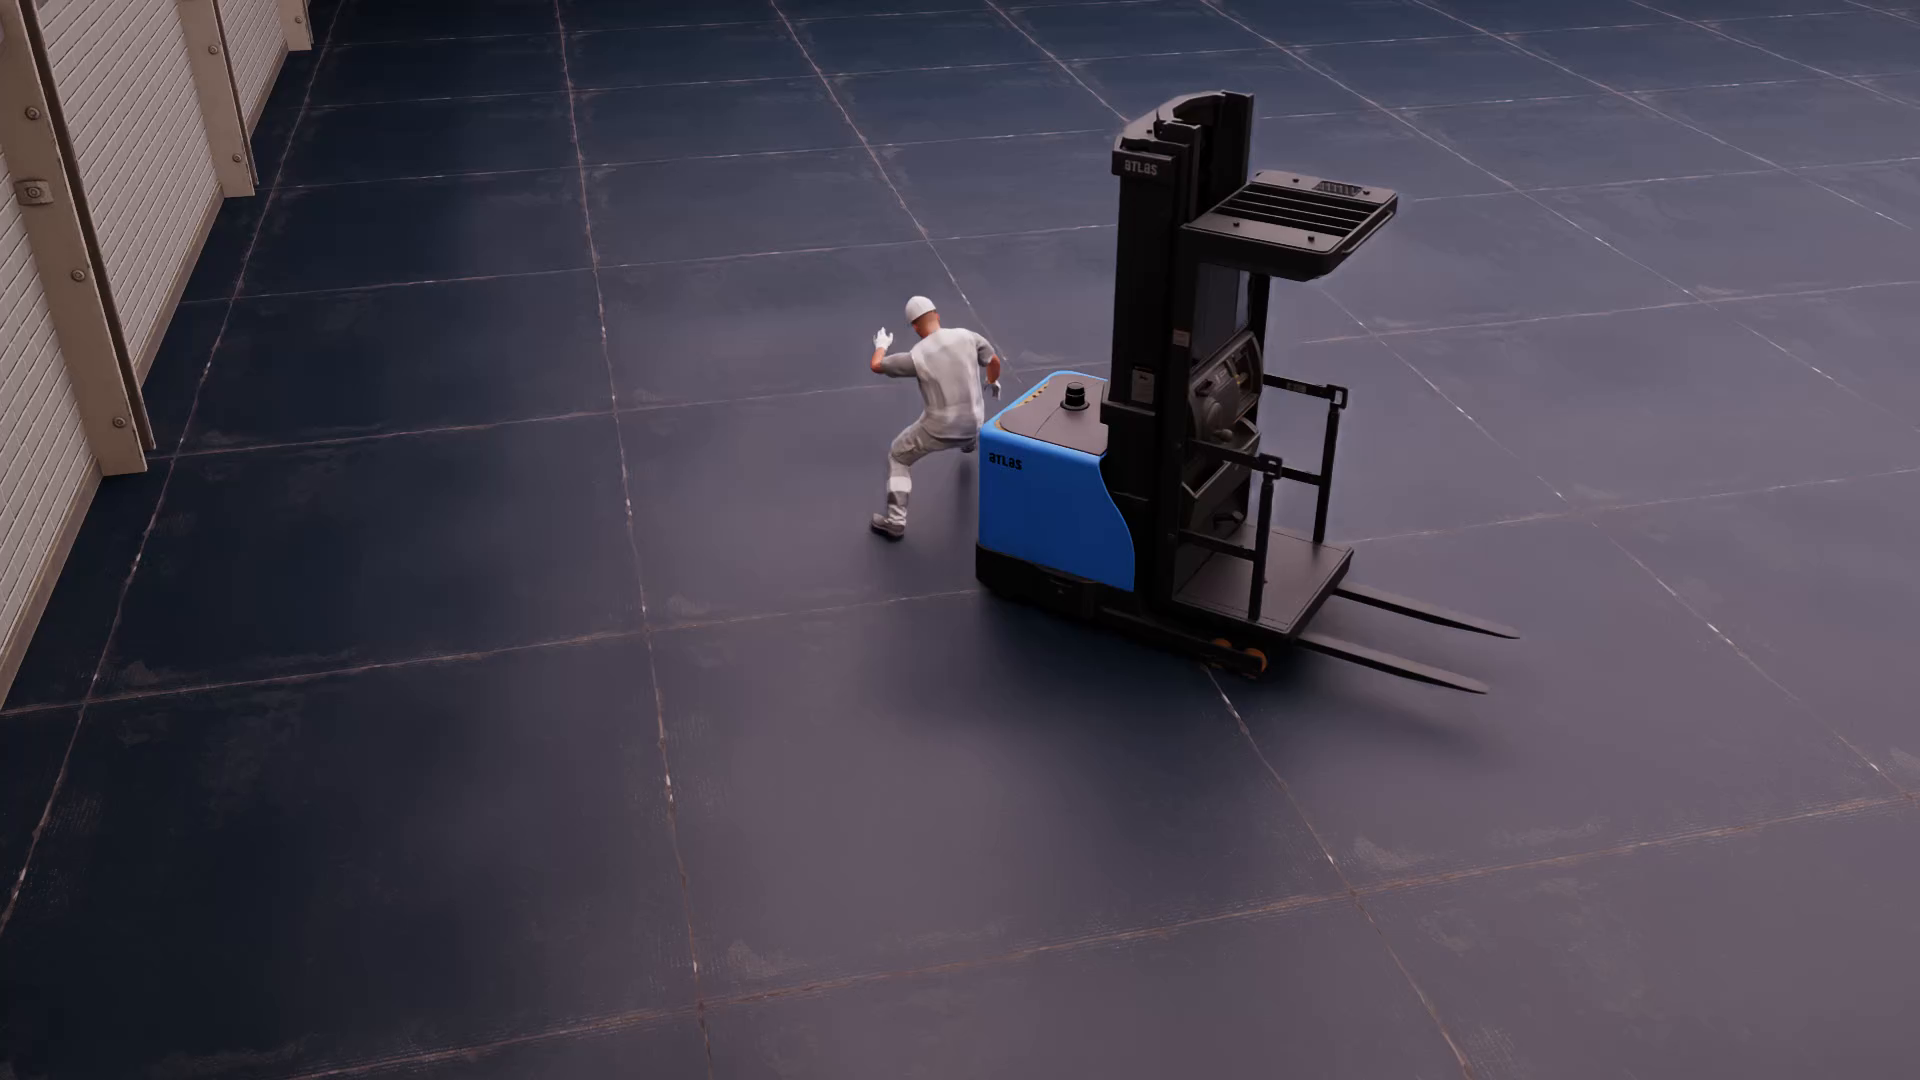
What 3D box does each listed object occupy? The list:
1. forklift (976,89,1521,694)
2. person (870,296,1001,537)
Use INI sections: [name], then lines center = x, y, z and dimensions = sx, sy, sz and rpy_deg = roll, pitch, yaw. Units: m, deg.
[forklift]
center = 1.624, -0.809, 8.972
dimensions = 3.031, 2.935, 1.130
rpy_deg = 17, 34, 26
[person]
center = -0.208, -0.941, 10.683
dimensions = 0.981, 1.452, 1.111
rpy_deg = -9, 31, -15
